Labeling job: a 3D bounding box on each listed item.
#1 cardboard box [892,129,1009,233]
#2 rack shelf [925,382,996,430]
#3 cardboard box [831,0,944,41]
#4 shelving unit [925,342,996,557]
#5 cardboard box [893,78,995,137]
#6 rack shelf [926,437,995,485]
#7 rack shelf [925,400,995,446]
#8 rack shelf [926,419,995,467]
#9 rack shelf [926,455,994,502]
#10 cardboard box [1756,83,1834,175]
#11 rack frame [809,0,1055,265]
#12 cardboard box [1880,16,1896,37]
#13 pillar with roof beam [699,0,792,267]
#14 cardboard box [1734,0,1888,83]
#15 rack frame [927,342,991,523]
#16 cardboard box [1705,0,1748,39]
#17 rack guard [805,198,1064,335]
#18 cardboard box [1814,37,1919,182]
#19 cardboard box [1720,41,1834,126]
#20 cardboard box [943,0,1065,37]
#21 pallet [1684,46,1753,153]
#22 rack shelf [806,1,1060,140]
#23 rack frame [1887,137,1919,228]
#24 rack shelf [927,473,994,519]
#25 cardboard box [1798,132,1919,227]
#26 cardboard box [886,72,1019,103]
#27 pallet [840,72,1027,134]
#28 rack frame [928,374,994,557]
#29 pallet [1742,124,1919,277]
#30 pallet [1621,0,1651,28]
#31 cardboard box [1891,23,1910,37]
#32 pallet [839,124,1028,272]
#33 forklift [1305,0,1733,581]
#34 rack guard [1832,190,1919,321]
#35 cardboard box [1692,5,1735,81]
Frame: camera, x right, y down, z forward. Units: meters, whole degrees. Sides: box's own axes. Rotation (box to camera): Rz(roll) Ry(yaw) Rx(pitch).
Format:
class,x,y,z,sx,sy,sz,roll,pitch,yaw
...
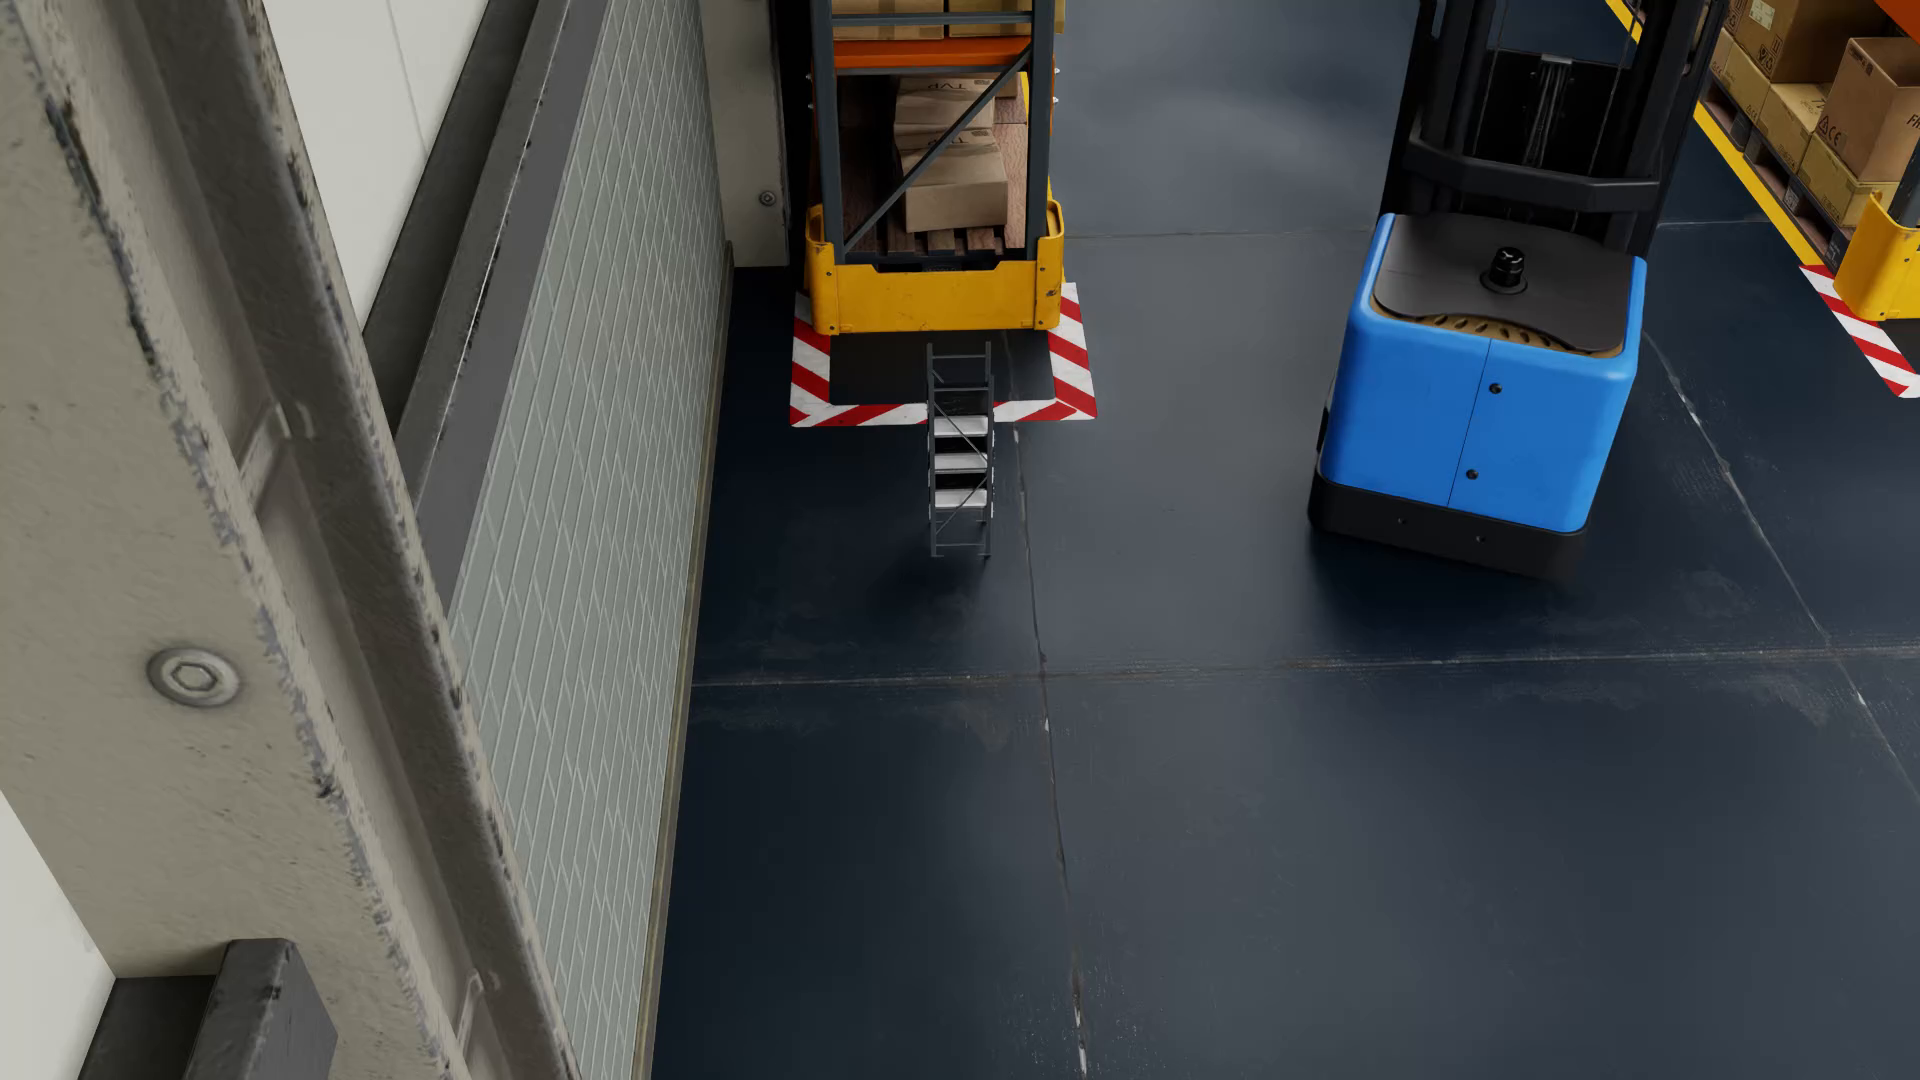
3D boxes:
class,x,y,z,sx,sy,sz,roll,pitch,yaw
cardboard box,-0.053,-1.788,8.145,0.500,0.311,0.500,-6,43,-7
rack shelf,0.000,-0.512,6.292,0.258,0.077,0.200,-2,43,-2
cardboard box,-0.327,-2.409,7.255,0.500,0.250,0.500,-1,43,-1
shelving unit,0.000,-0.337,6.452,0.258,0.900,0.210,-2,43,-2
cardboard box,-0.077,-2.173,8.565,0.500,0.311,0.500,2,43,2
rack shelf,0.000,-0.313,6.474,0.258,0.077,0.200,-2,43,-2
rack shelf,0.000,-0.445,6.353,0.258,0.077,0.200,-2,43,-2
rack shelf,0.000,-0.379,6.414,0.258,0.077,0.200,-2,43,-2
rack shelf,0.000,-0.246,6.535,0.258,0.077,0.200,-2,43,-2
cardboard box,4.484,-2.124,8.571,0.500,0.250,0.500,-2,43,-2
rack frame,-0.113,-2.147,6.872,1.000,3.000,0.127,-2,43,-2
cardboard box,4.978,-2.752,8.702,0.500,0.500,0.500,-2,43,-2
pillar with roof beam,3.294,-4.930,5.469,9.100,9.000,0.400,-2,43,-2
cardboard box,4.458,-2.738,8.686,0.500,0.500,0.500,-2,43,-2
rack frame,-0.005,-0.406,6.527,0.240,0.900,0.006,-2,43,-2
cardboard box,4.438,-3.075,9.054,0.500,0.500,0.500,-2,43,-2
rack guard,-0.117,-1.277,7.773,1.175,0.500,0.348,-2,43,-2
cardboard box,4.516,-2.063,7.950,0.500,0.500,0.500,-2,43,-2
cardboard box,4.461,-2.461,8.939,0.500,0.250,0.500,-2,43,-2
cardboard box,0.183,-2.438,7.286,0.500,0.250,0.500,-3,43,-3
pallet,4.713,-2.601,9.431,1.003,0.211,1.213,-2,43,-2
rack shelf,-0.198,-3.232,8.589,1.077,0.370,4.000,-2,43,-2
rack frame,4.836,-2.292,7.030,1.000,3.000,0.127,-2,43,-2
rack shelf,0.000,-0.180,6.596,0.258,0.077,0.200,-2,43,-2
cardboard box,4.518,-1.786,8.203,0.500,0.250,0.500,-2,43,-2
cardboard box,-0.058,-2.739,9.043,0.700,0.500,0.500,-4,43,-4
pallet,-0.165,-2.542,9.366,1.003,0.211,1.213,-2,43,-2
rack frame,0.004,-0.269,6.377,0.240,0.900,0.006,-2,43,-2
pallet,4.761,-1.779,8.534,1.003,0.211,1.213,-2,43,-2
pallet,4.658,-3.426,10.332,1.003,0.211,1.213,-2,43,-2
cardboard box,5.012,-2.415,8.334,0.500,0.500,0.500,-2,43,-2
pallet,-0.116,-1.720,8.470,1.003,0.211,1.213,-2,43,-2
forklift,2.398,-1.929,6.685,1.130,2.935,3.031,14,44,15
rack guard,4.837,-1.354,7.857,1.175,0.500,0.348,-2,43,-2
cardboard box,4.442,-2.799,9.308,0.500,0.250,0.500,-2,43,-2
